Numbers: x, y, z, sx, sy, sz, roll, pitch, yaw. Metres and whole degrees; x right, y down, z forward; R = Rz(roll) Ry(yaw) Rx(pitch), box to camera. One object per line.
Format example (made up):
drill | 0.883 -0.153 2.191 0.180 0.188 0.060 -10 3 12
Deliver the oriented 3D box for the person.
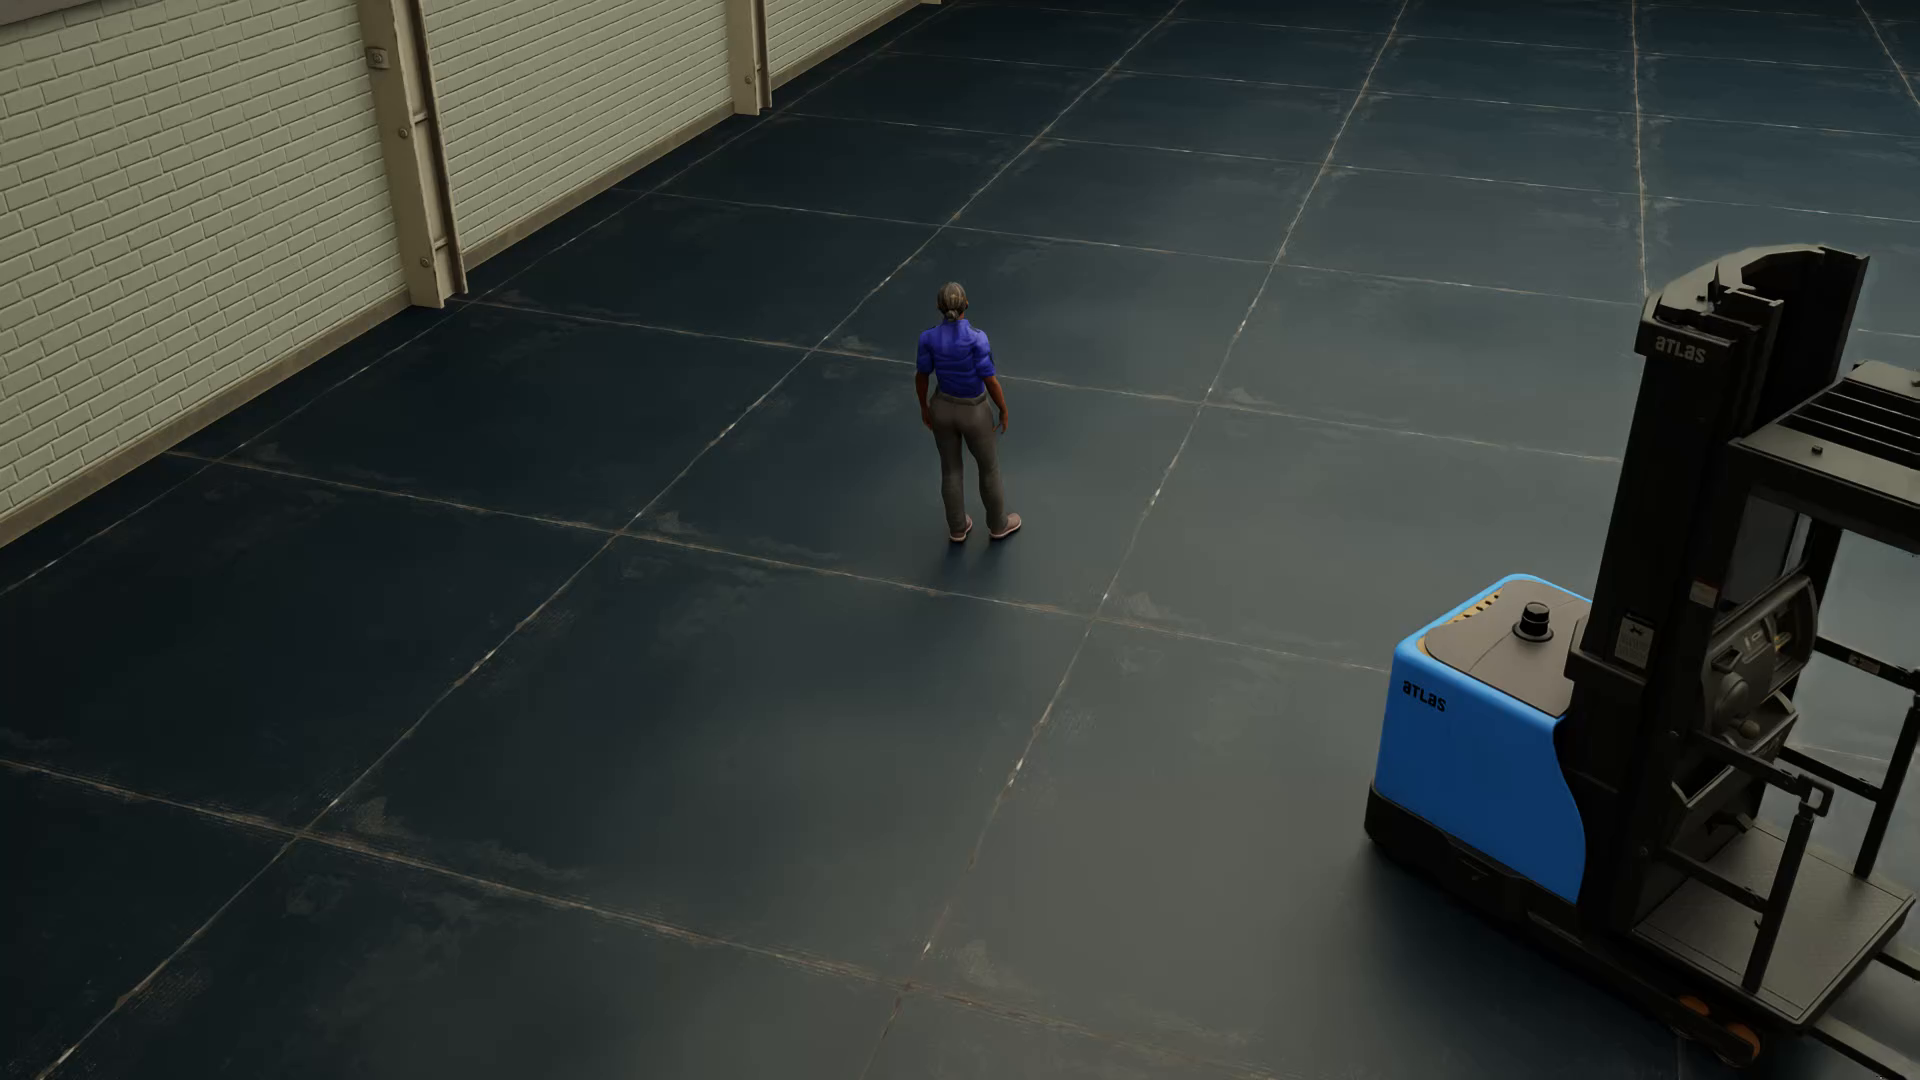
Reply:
person | 0.047 -0.763 9.749 0.569 1.654 0.504 10 31 16

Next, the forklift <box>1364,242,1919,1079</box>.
forklift | 3.213 0.495 6.269 1.130 2.935 3.031 -24 37 -35
